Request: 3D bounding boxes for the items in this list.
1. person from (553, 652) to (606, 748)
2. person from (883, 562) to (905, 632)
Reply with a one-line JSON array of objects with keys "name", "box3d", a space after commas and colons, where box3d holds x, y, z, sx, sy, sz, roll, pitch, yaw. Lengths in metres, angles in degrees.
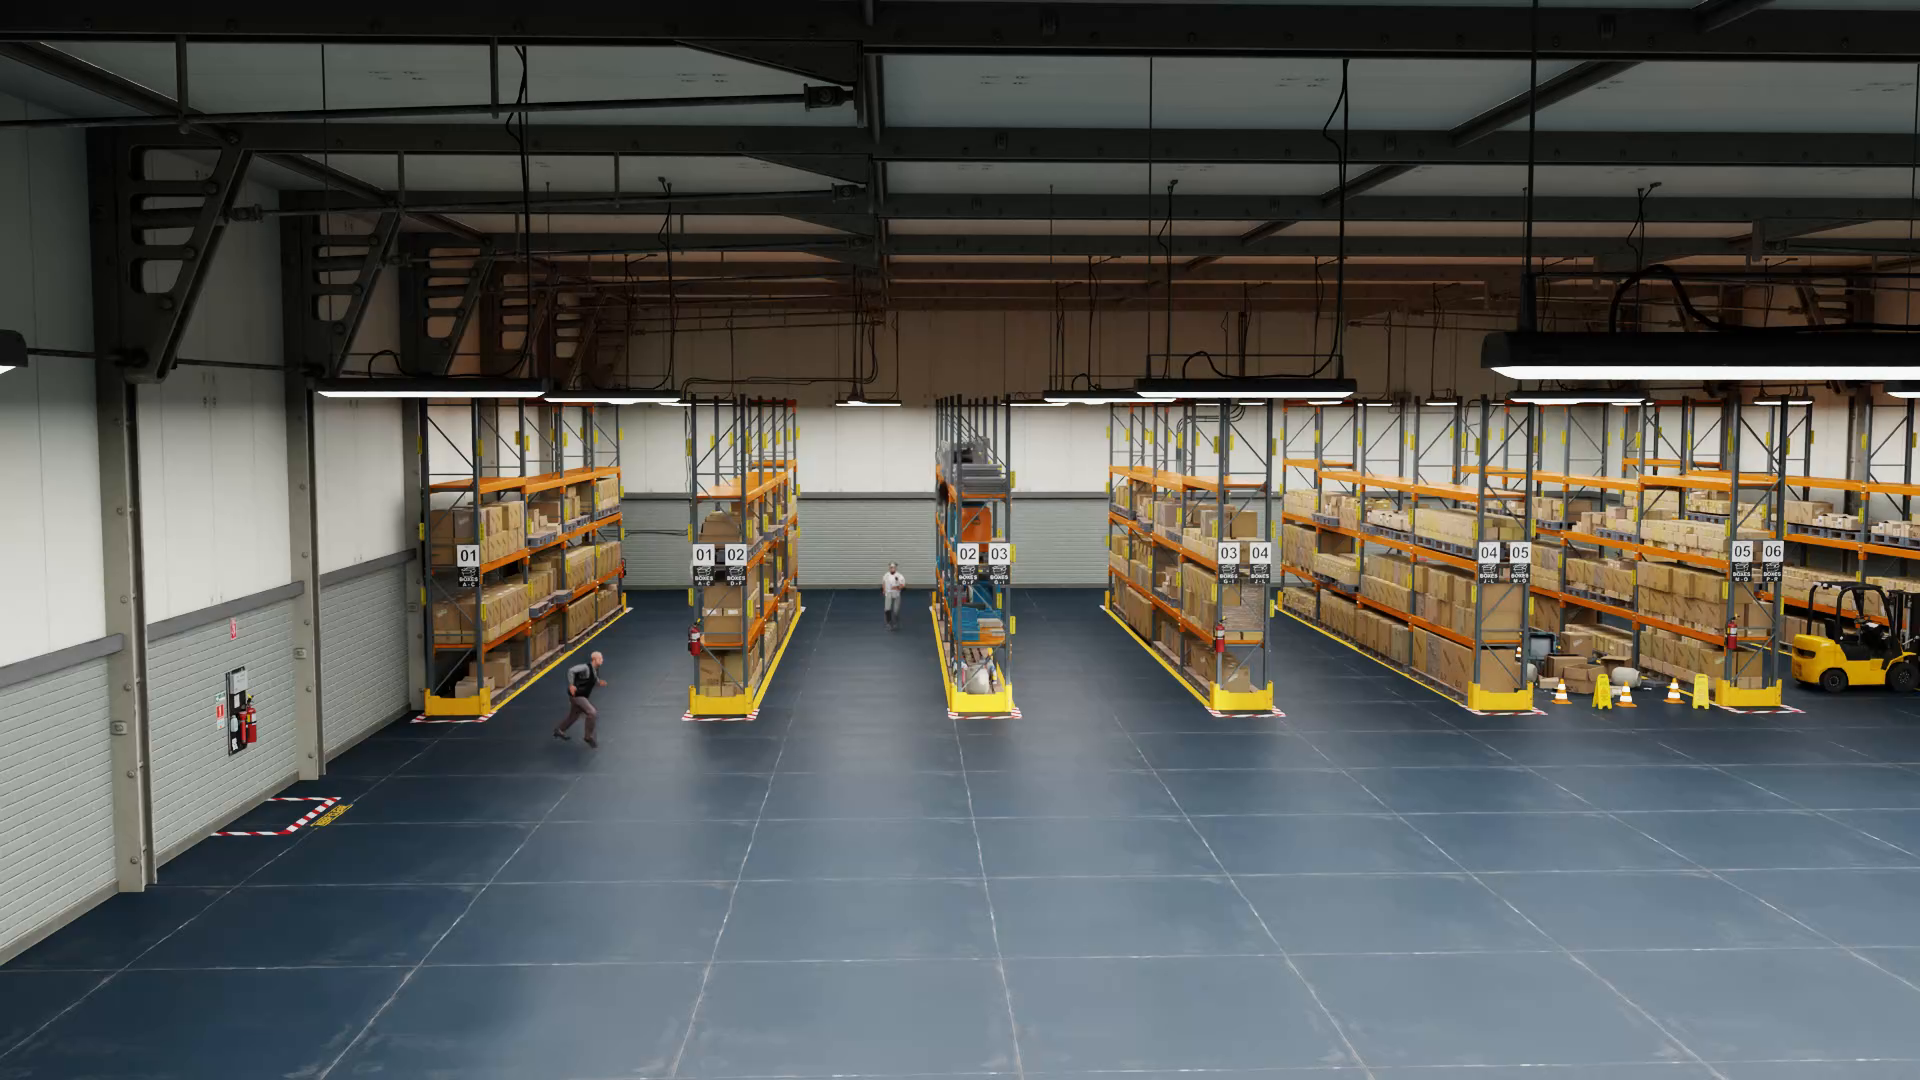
[{"name": "person", "box3d": [-6.488, 2.718, 28.232, 0.989, 1.678, 0.704, 1, 5, 15]}, {"name": "person", "box3d": [-1.723, 1.471, 42.930, 0.640, 1.820, 0.726, 1, 5, 8]}]
